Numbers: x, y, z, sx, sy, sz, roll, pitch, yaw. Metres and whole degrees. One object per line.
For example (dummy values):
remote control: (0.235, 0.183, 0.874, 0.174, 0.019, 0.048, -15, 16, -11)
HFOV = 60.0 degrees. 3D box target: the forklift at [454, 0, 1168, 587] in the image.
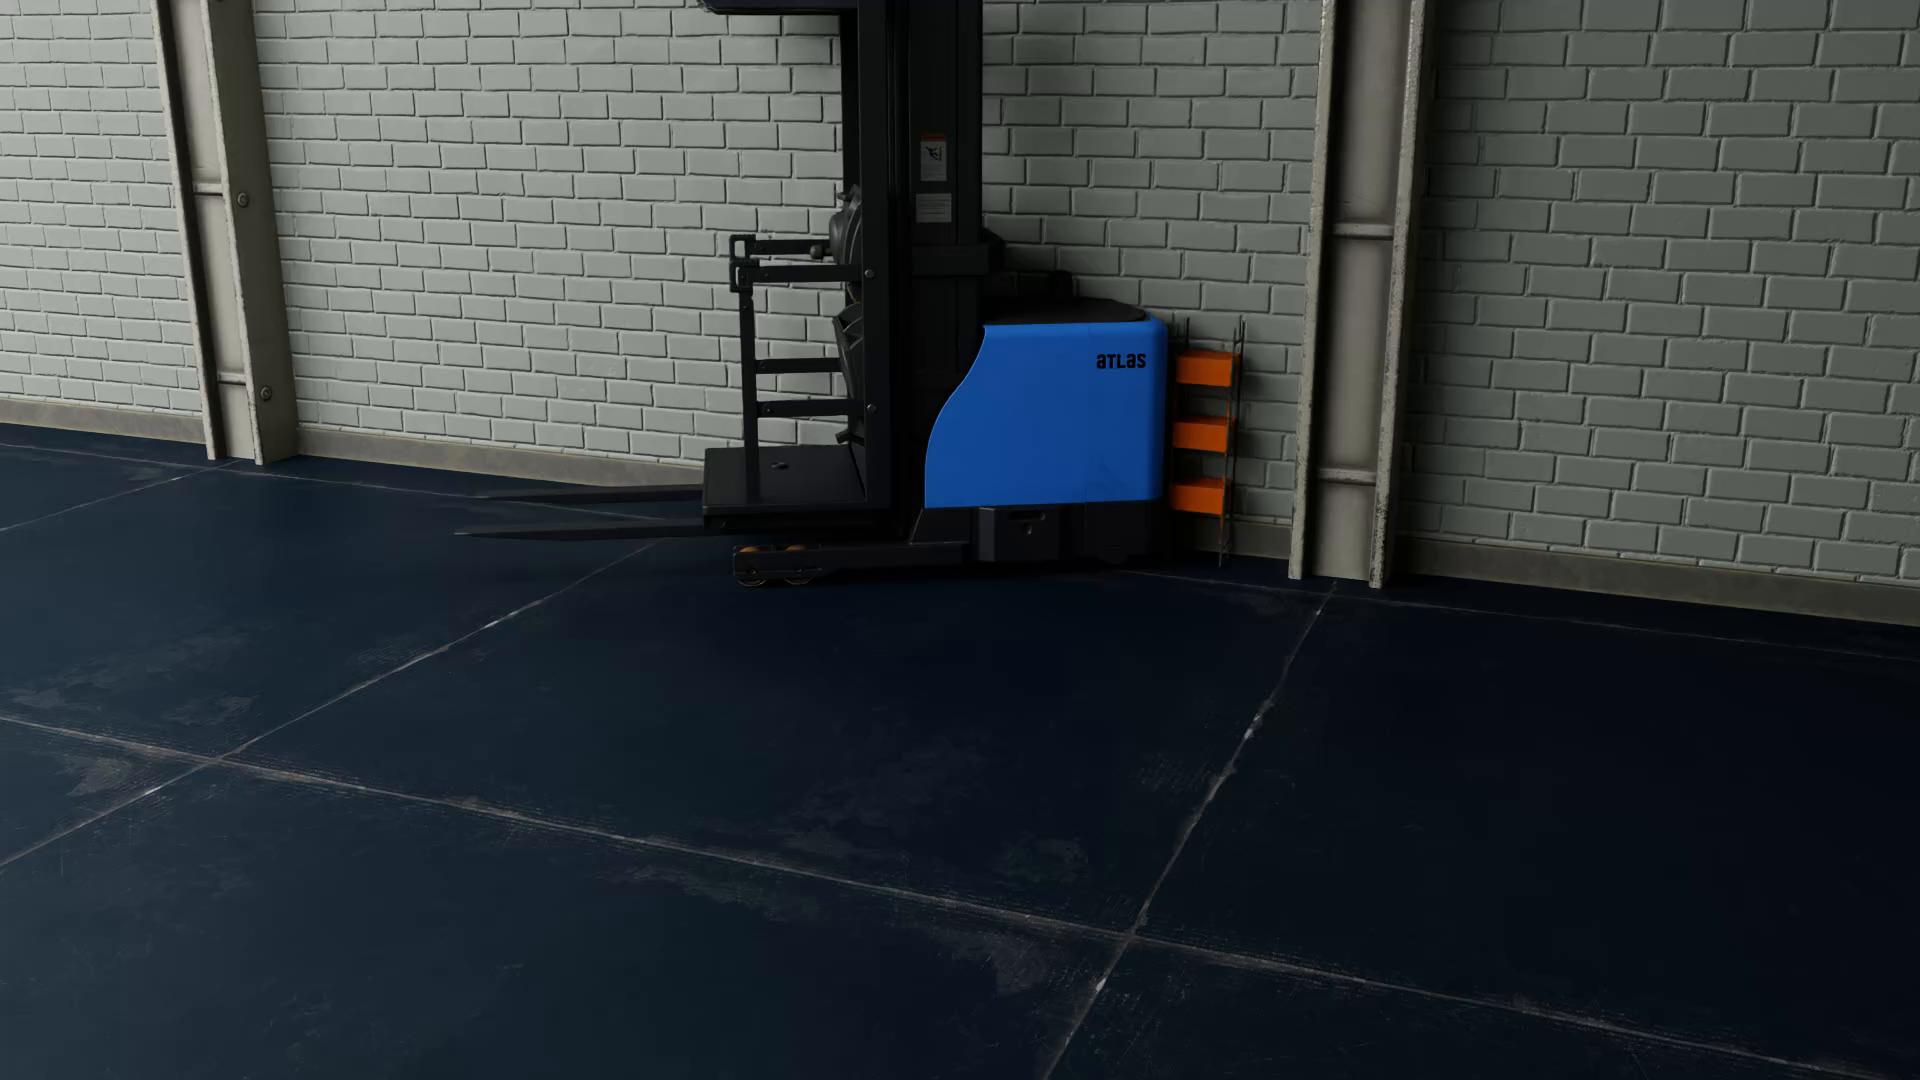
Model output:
forklift: (-0.664, -1.367, 7.126, 3.031, 2.935, 1.130, -2, 16, -7)

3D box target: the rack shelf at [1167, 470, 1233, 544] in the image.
rack shelf: (1.061, -0.149, 7.329, 0.240, 0.259, 0.215, 7, 18, 20)

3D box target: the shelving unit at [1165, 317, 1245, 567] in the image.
shelving unit: (1.065, -0.425, 7.247, 0.252, 1.050, 0.215, 7, 18, 20)

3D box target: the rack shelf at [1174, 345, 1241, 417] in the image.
rack shelf: (1.069, -0.687, 7.169, 0.240, 0.259, 0.215, 7, 18, 20)

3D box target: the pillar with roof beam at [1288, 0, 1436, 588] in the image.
pillar with roof beam: (0.065, -3.061, 2.078, 0.400, 9.000, 9.100, 6, 17, 21)

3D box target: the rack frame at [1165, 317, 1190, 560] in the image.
rack frame: (0.951, -0.439, 7.288, 0.008, 1.050, 0.200, 7, 18, 20)

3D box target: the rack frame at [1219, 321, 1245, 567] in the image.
rack frame: (1.179, -0.411, 7.206, 0.008, 1.050, 0.200, 7, 18, 20)

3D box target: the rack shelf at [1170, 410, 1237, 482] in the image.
rack shelf: (1.065, -0.415, 7.250, 0.240, 0.259, 0.215, 7, 18, 20)

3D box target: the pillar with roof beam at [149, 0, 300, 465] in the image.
pillar with roof beam: (-5.517, -3.675, 4.193, 0.400, 9.000, 9.100, 6, 17, 21)
